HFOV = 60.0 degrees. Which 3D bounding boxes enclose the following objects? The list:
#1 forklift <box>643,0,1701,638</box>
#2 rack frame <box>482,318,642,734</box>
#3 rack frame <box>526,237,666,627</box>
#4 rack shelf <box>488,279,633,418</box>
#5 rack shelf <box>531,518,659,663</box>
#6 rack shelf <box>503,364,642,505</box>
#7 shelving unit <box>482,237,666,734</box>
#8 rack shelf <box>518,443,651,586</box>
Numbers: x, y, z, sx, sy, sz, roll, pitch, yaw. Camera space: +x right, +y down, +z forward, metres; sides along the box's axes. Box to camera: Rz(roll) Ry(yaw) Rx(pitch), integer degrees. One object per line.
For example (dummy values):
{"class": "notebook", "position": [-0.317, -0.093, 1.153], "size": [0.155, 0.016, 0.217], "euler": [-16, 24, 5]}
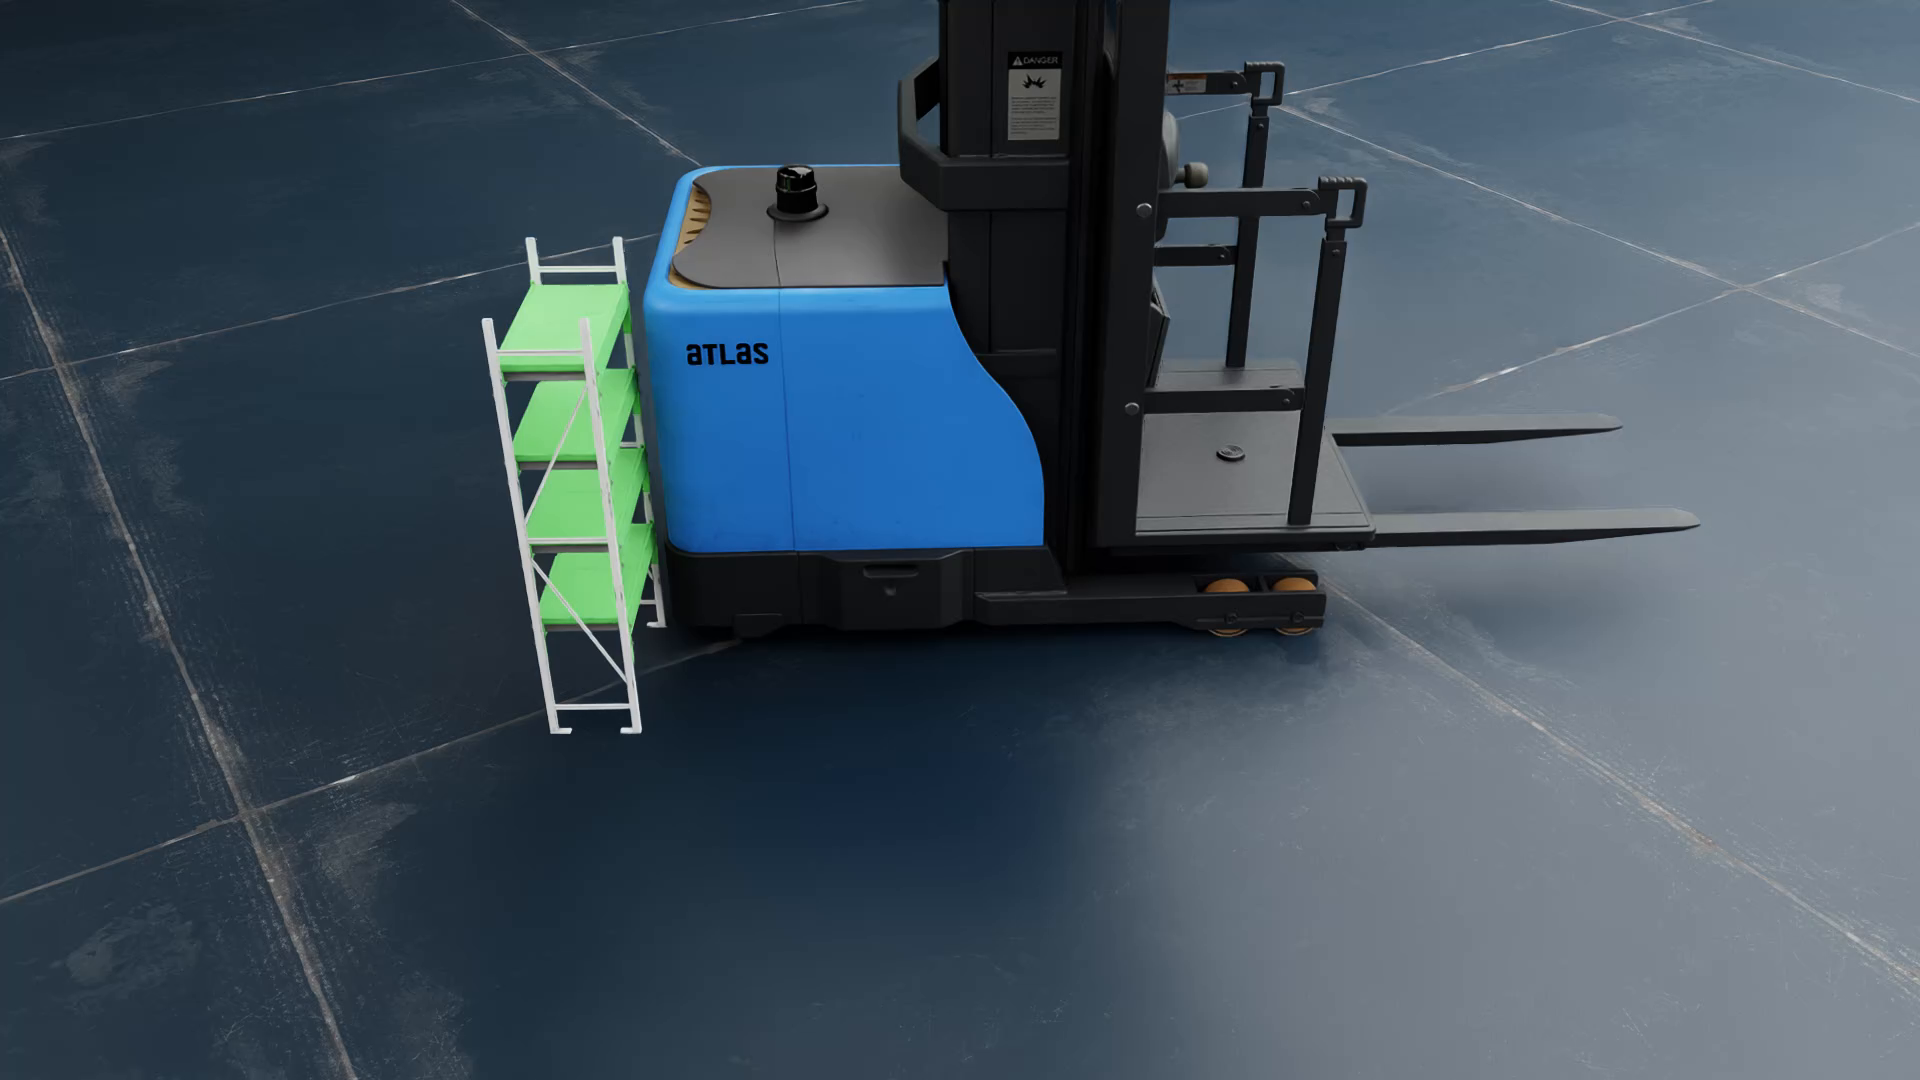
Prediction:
{"class": "forklift", "position": [0.664, -1.242, 4.472], "size": [3.031, 2.935, 1.130], "euler": [-1, 32, -2]}
{"class": "rack frame", "position": [-0.971, 0.003, 4.120], "size": [0.240, 1.200, 0.015], "euler": [-1, 32, -1]}
{"class": "rack frame", "position": [-0.979, -0.257, 4.533], "size": [0.240, 1.200, 0.015], "euler": [-1, 32, -1]}
{"class": "rack shelf", "position": [-0.975, -0.479, 4.104], "size": [0.258, 0.148, 0.480], "euler": [-1, 32, -1]}
{"class": "rack shelf", "position": [-0.975, 0.130, 4.488], "size": [0.258, 0.148, 0.480], "euler": [-1, 32, -1]}
{"class": "rack shelf", "position": [-0.975, -0.276, 4.232], "size": [0.258, 0.148, 0.480], "euler": [-1, 32, -1]}
{"class": "shelving unit", "position": [-0.975, -0.127, 4.326], "size": [0.258, 1.200, 0.503], "euler": [-1, 32, -1]}
{"class": "rack shelf", "position": [-0.975, -0.073, 4.360], "size": [0.258, 0.148, 0.480], "euler": [-1, 32, -1]}
